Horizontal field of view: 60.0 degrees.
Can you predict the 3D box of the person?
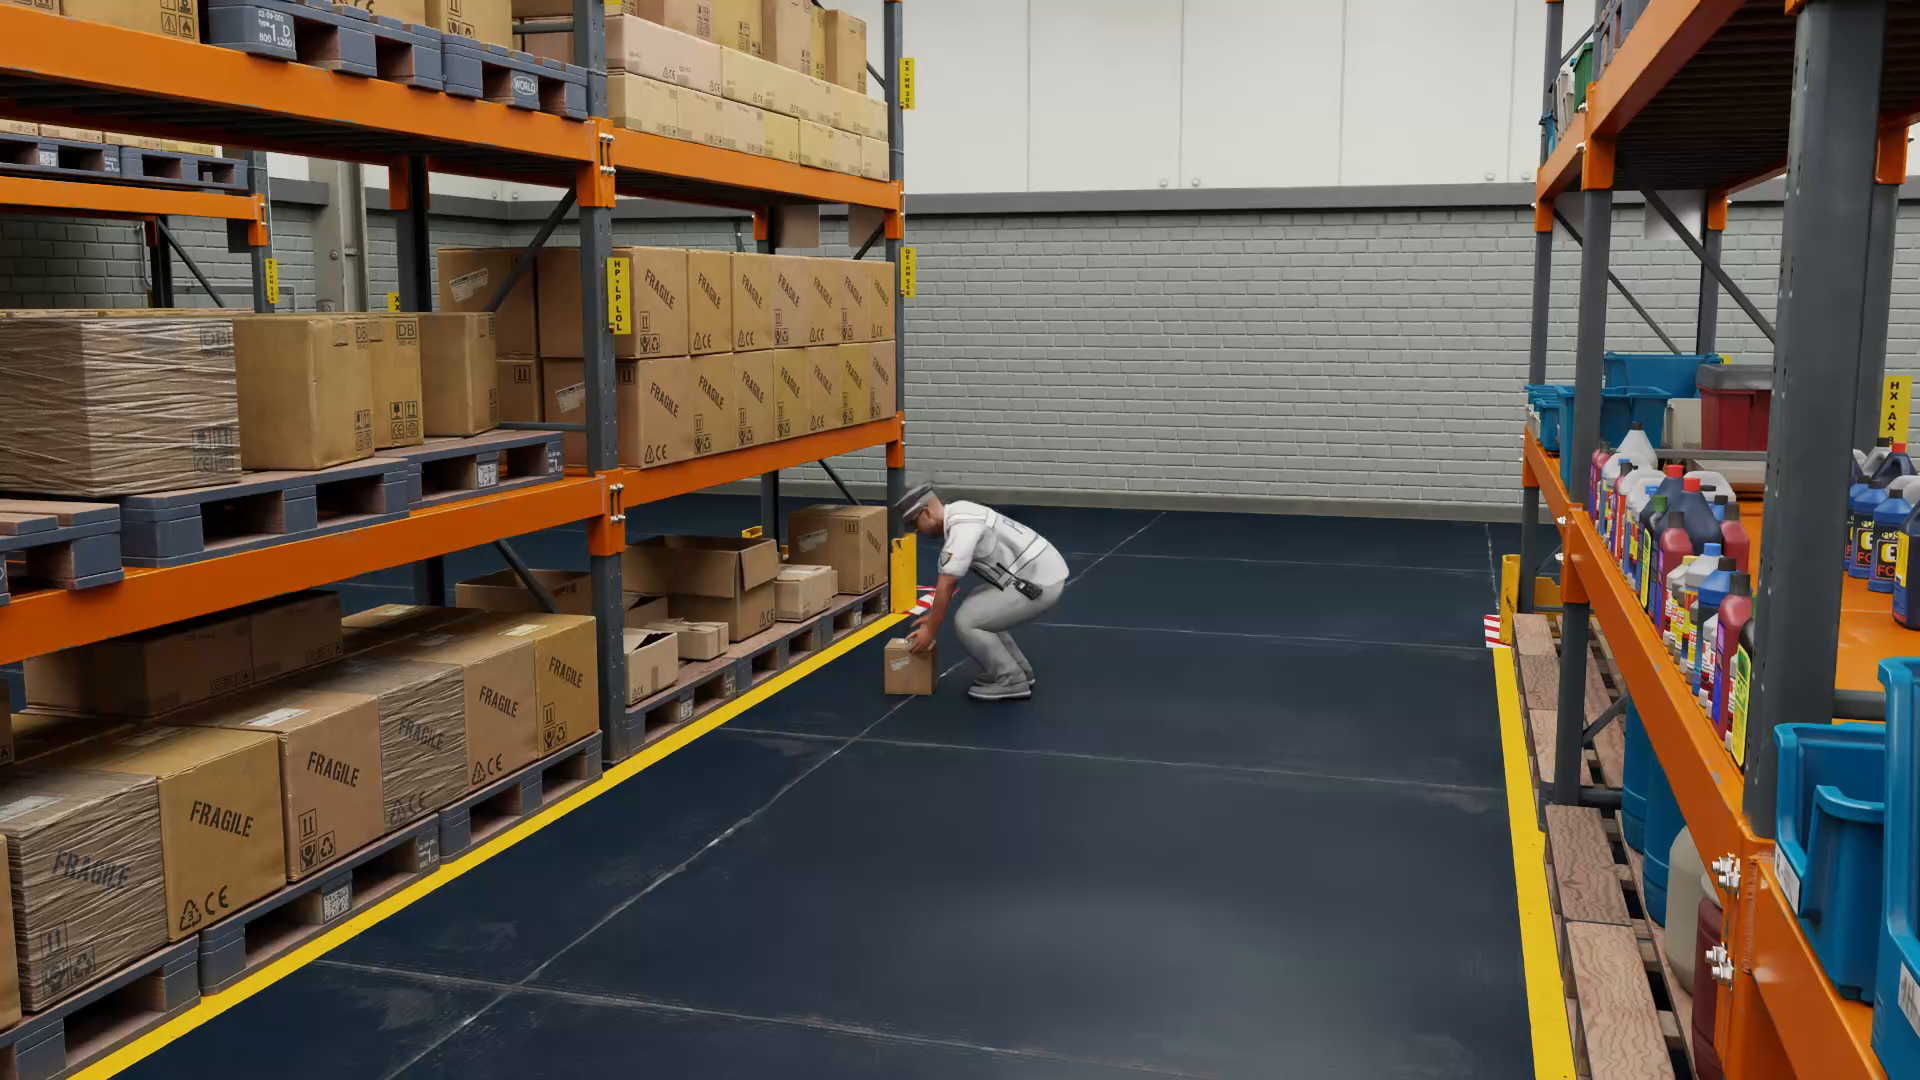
[{"bbox_3d":[0.108,0.258,8.735,0.923,1.124,0.573,1,8,6],"label":"person"}]
